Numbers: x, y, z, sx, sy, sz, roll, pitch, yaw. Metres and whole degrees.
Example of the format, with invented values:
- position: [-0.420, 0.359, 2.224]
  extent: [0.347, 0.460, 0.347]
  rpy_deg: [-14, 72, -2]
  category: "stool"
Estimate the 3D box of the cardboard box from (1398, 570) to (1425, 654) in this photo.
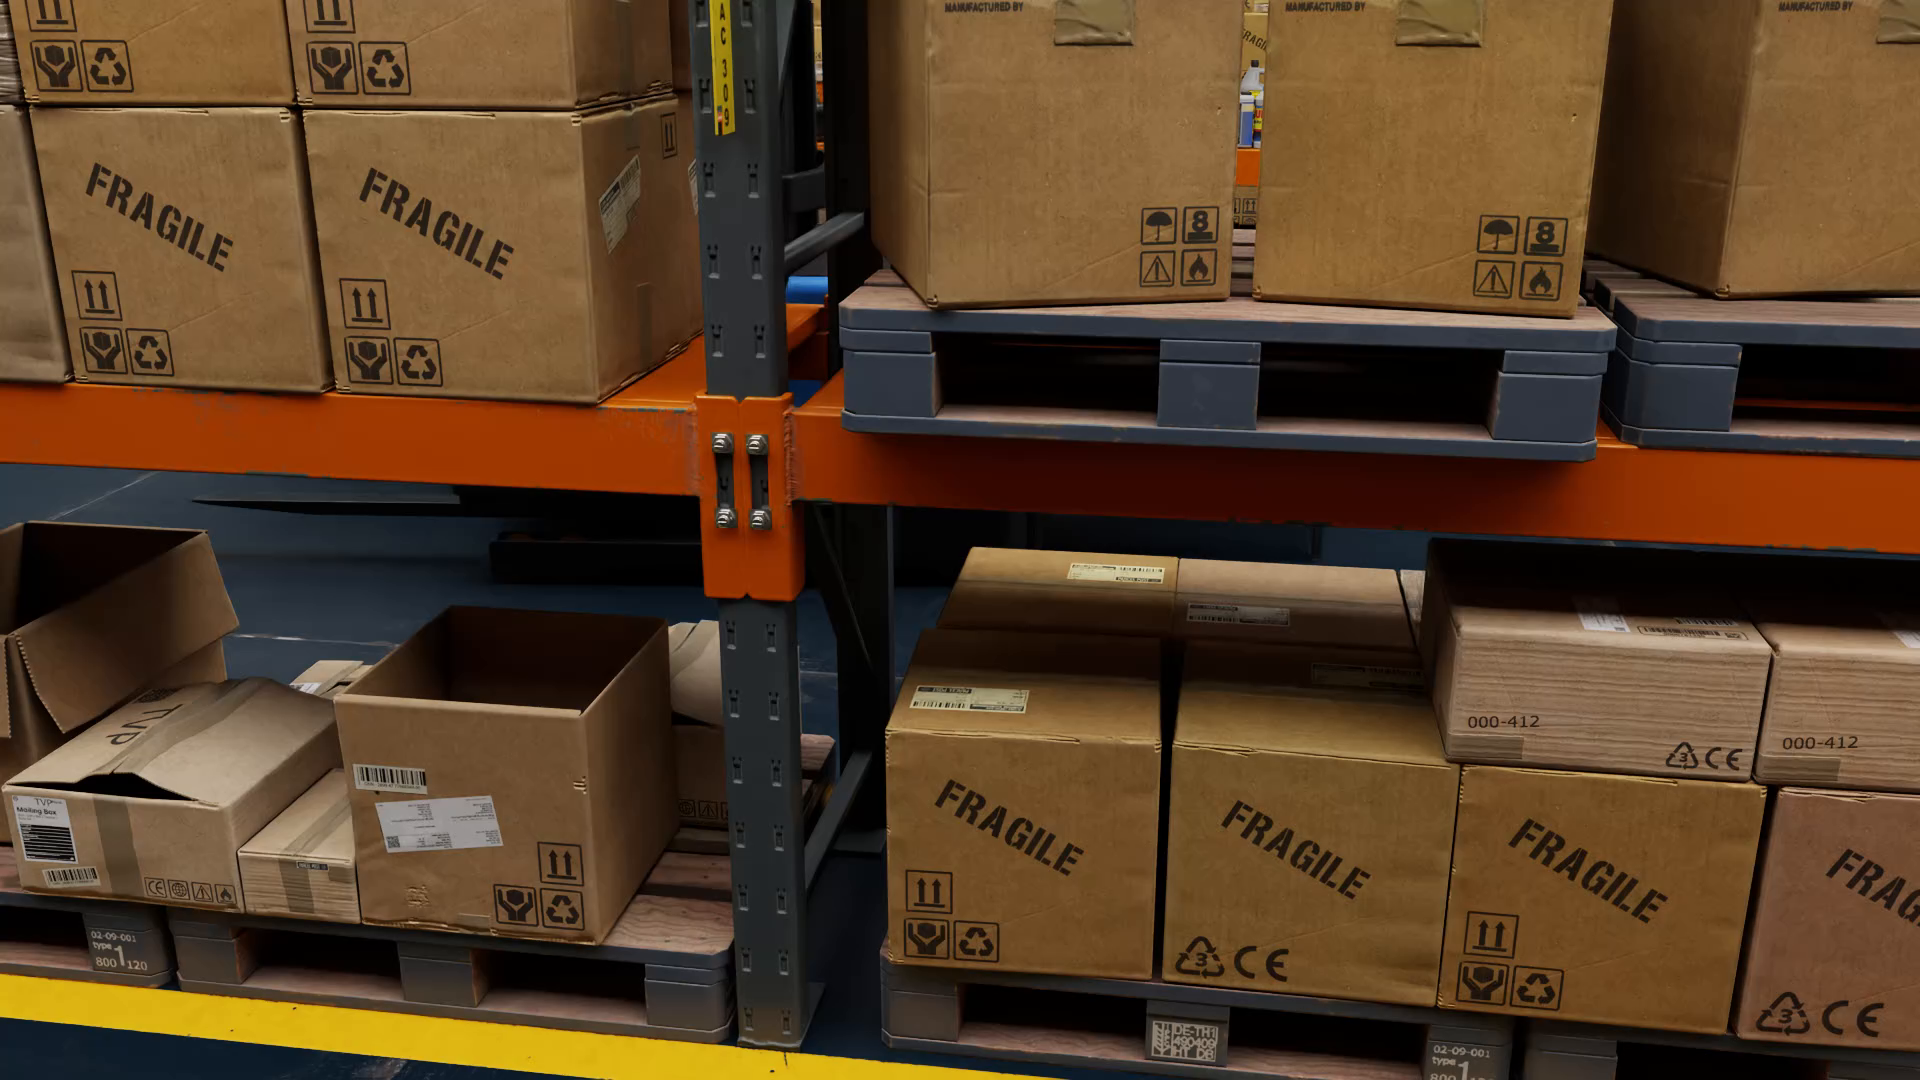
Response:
- position: [1.215, 0.394, 3.643]
  extent: [0.500, 0.500, 0.500]
  rpy_deg: [3, 19, 9]
  category: "cardboard box"

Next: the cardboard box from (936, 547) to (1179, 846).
- position: [0.234, 0.342, 3.801]
  extent: [0.500, 0.500, 0.500]
  rpy_deg: [3, 19, 8]
  category: "cardboard box"

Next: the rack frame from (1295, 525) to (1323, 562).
- position: [1.313, -0.534, 6.126]
  extent: [0.032, 1.125, 0.500]
  rpy_deg: [1, 19, 2]
  category: "rack frame"

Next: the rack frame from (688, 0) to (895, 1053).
- position: [-0.299, -0.570, 3.280]
  extent: [0.127, 3.000, 1.000]
  rpy_deg: [3, 19, 9]
  category: "rack frame"

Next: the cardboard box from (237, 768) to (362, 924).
- position: [-1.286, 0.633, 3.483]
  extent: [0.250, 0.149, 0.380]
  rpy_deg: [3, 19, 9]
  category: "cardboard box"

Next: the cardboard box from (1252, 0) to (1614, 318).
- position: [0.822, -0.708, 2.873]
  extent: [0.500, 0.500, 0.700]
  rpy_deg: [6, 19, 17]
  category: "cardboard box"

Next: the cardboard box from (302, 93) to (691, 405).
- position: [-0.833, -0.562, 3.099]
  extent: [0.500, 0.500, 0.500]
  rpy_deg: [3, 19, 10]
  category: "cardboard box"

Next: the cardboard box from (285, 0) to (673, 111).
- position: [-0.840, -1.036, 2.939]
  extent: [0.500, 0.500, 0.500]
  rpy_deg: [3, 19, 9]
  category: "cardboard box"

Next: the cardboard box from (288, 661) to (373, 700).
- position: [-1.535, 0.435, 4.046]
  extent: [0.250, 0.166, 0.380]
  rpy_deg: [3, 19, 9]
  category: "cardboard box"

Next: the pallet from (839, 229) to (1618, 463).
- position: [0.472, -0.405, 3.088]
  extent: [1.213, 0.211, 1.003]
  rpy_deg: [3, 19, 9]
  category: "pallet"

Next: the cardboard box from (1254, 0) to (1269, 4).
- position: [3.007, -5.395, 16.496]
  extent: [0.250, 0.149, 0.380]
  rpy_deg: [3, 19, 9]
  category: "cardboard box"

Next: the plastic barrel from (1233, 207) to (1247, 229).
- position: [1.025, -1.293, 8.086]
  extent: [0.708, 0.901, 0.600]
  rpy_deg: [3, 19, 9]
  category: "plastic barrel"

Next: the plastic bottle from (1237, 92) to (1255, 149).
- position: [1.248, -1.902, 7.456]
  extent: [0.135, 0.276, 0.152]
  rpy_deg: [3, 19, 9]
  category: "plastic bottle"

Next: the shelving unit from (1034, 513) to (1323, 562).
- position: [0.805, -0.541, 6.147]
  extent: [1.048, 1.125, 0.538]
  rpy_deg: [1, 19, 2]
  category: "shelving unit"

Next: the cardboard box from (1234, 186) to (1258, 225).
- position: [1.911, -2.839, 12.748]
  extent: [0.875, 0.875, 1.225]
  rpy_deg: [3, 19, 9]
  category: "cardboard box"

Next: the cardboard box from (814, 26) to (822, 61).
- position: [-1.233, -3.786, 12.657]
  extent: [0.500, 0.250, 0.500]
  rpy_deg: [2, 19, 7]
  category: "cardboard box"

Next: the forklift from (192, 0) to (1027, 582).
- position: [-1.262, -1.407, 5.890]
  extent: [3.031, 2.935, 1.130]
  rpy_deg: [1, 19, 2]
  category: "forklift"

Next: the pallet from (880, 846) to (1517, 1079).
- position: [0.510, 0.781, 3.636]
  extent: [1.213, 0.211, 1.003]
  rpy_deg: [3, 19, 9]
  category: "pallet"

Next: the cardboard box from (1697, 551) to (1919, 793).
- position: [1.622, 0.227, 2.962]
  extent: [0.500, 0.250, 0.500]
  rpy_deg: [3, 19, 8]
  category: "cardboard box"

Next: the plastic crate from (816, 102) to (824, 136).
- position: [-0.658, -1.992, 7.869]
  extent: [0.590, 0.125, 0.437]
  rpy_deg: [3, 19, 9]
  category: "plastic crate"

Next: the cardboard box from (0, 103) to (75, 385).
- position: [-1.850, -0.613, 3.251]
  extent: [0.500, 0.500, 0.500]
  rpy_deg: [3, 19, 10]
  category: "cardboard box"

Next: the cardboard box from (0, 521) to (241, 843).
- position: [-2.155, 0.312, 3.884]
  extent: [0.637, 0.503, 0.797]
  rpy_deg: [3, 19, 9]
  category: "cardboard box"

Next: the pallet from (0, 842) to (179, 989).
- position: [-2.185, 0.657, 4.008]
  extent: [1.213, 0.211, 1.003]
  rpy_deg: [3, 19, 9]
  category: "pallet"

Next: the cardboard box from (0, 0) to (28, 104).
- position: [-1.843, -1.087, 3.090]
  extent: [0.500, 0.500, 0.500]
  rpy_deg: [3, 19, 9]
  category: "cardboard box"

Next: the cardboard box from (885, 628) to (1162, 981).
- position: [0.140, 0.507, 3.306]
  extent: [0.500, 0.500, 0.500]
  rpy_deg: [2, 19, 6]
  category: "cardboard box"

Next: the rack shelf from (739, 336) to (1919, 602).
- position: [1.676, -0.128, 3.093]
  extent: [4.000, 0.370, 1.077]
  rpy_deg: [3, 19, 9]
  category: "rack shelf"

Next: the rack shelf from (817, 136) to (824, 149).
- position: [-1.484, -1.881, 8.333]
  extent: [4.000, 0.370, 1.077]
  rpy_deg: [3, 19, 9]
  category: "rack shelf"

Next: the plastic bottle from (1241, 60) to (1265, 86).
- position: [1.450, -2.155, 8.093]
  extent: [0.185, 0.351, 0.144]
  rpy_deg: [3, 19, 9]
  category: "plastic bottle"

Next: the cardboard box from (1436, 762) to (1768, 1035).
- position: [1.160, 0.558, 3.154]
  extent: [0.500, 0.500, 0.500]
  rpy_deg: [3, 19, 9]
  category: "cardboard box"

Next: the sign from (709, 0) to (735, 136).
- position: [-0.378, -0.810, 2.634]
  extent: [0.005, 0.325, 0.100]
  rpy_deg: [3, 19, 9]
  category: "sign"

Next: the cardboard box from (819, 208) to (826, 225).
- position: [-1.130, -3.014, 13.269]
  extent: [0.875, 0.875, 0.875]
  rpy_deg: [3, 19, 9]
  category: "cardboard box"
